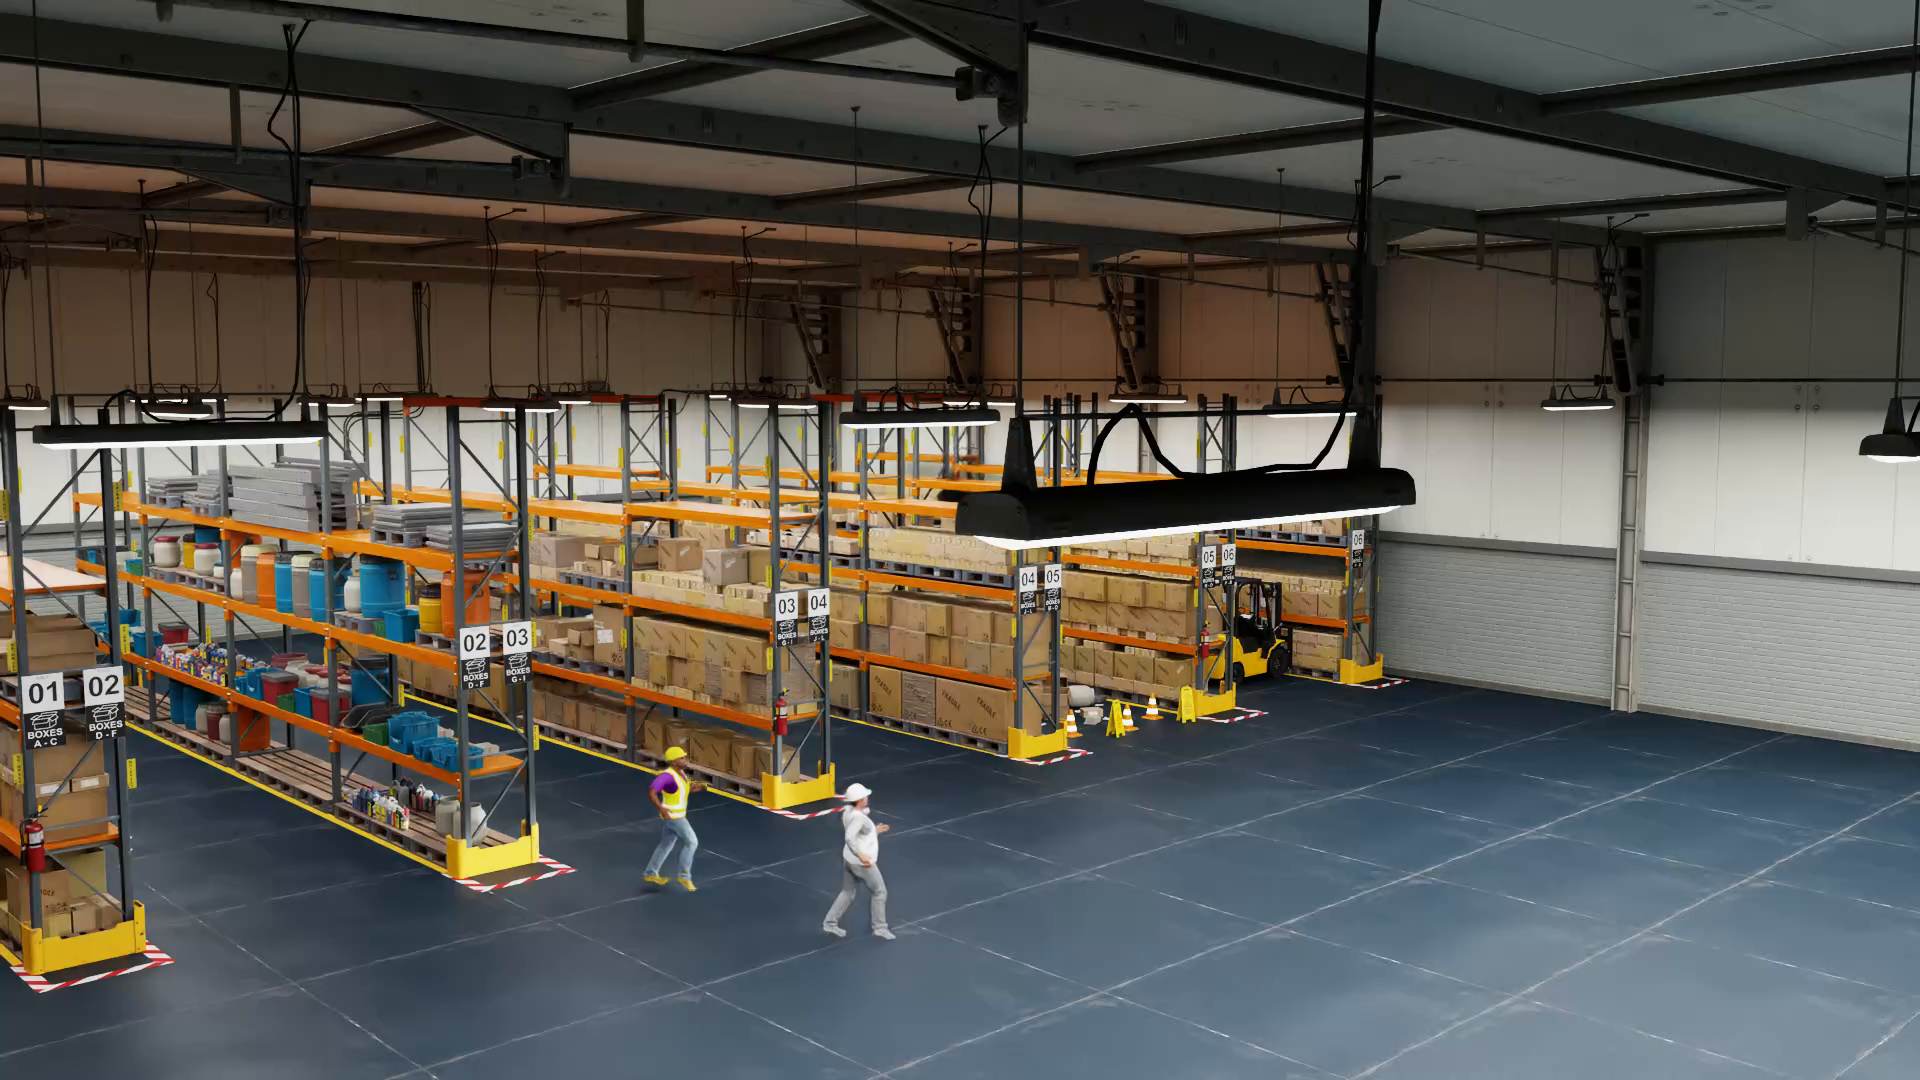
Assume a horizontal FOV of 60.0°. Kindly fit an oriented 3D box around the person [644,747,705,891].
[{"bbox_3d":[-3.559,3.470,20.698,0.766,1.835,0.661,-1,6,-7],"label":"person"}]

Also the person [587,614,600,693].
[{"bbox_3d":[-7.273,2.311,32.745,0.565,1.728,0.688,5,8,44],"label":"person"}]

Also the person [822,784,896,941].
[{"bbox_3d":[-1.136,3.635,18.673,0.825,1.822,0.633,-3,6,-26],"label":"person"}]

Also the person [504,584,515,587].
[{"bbox_3d":[-10.366,1.825,37.877,0.759,1.698,0.589,-3,6,-25],"label":"person"}]
